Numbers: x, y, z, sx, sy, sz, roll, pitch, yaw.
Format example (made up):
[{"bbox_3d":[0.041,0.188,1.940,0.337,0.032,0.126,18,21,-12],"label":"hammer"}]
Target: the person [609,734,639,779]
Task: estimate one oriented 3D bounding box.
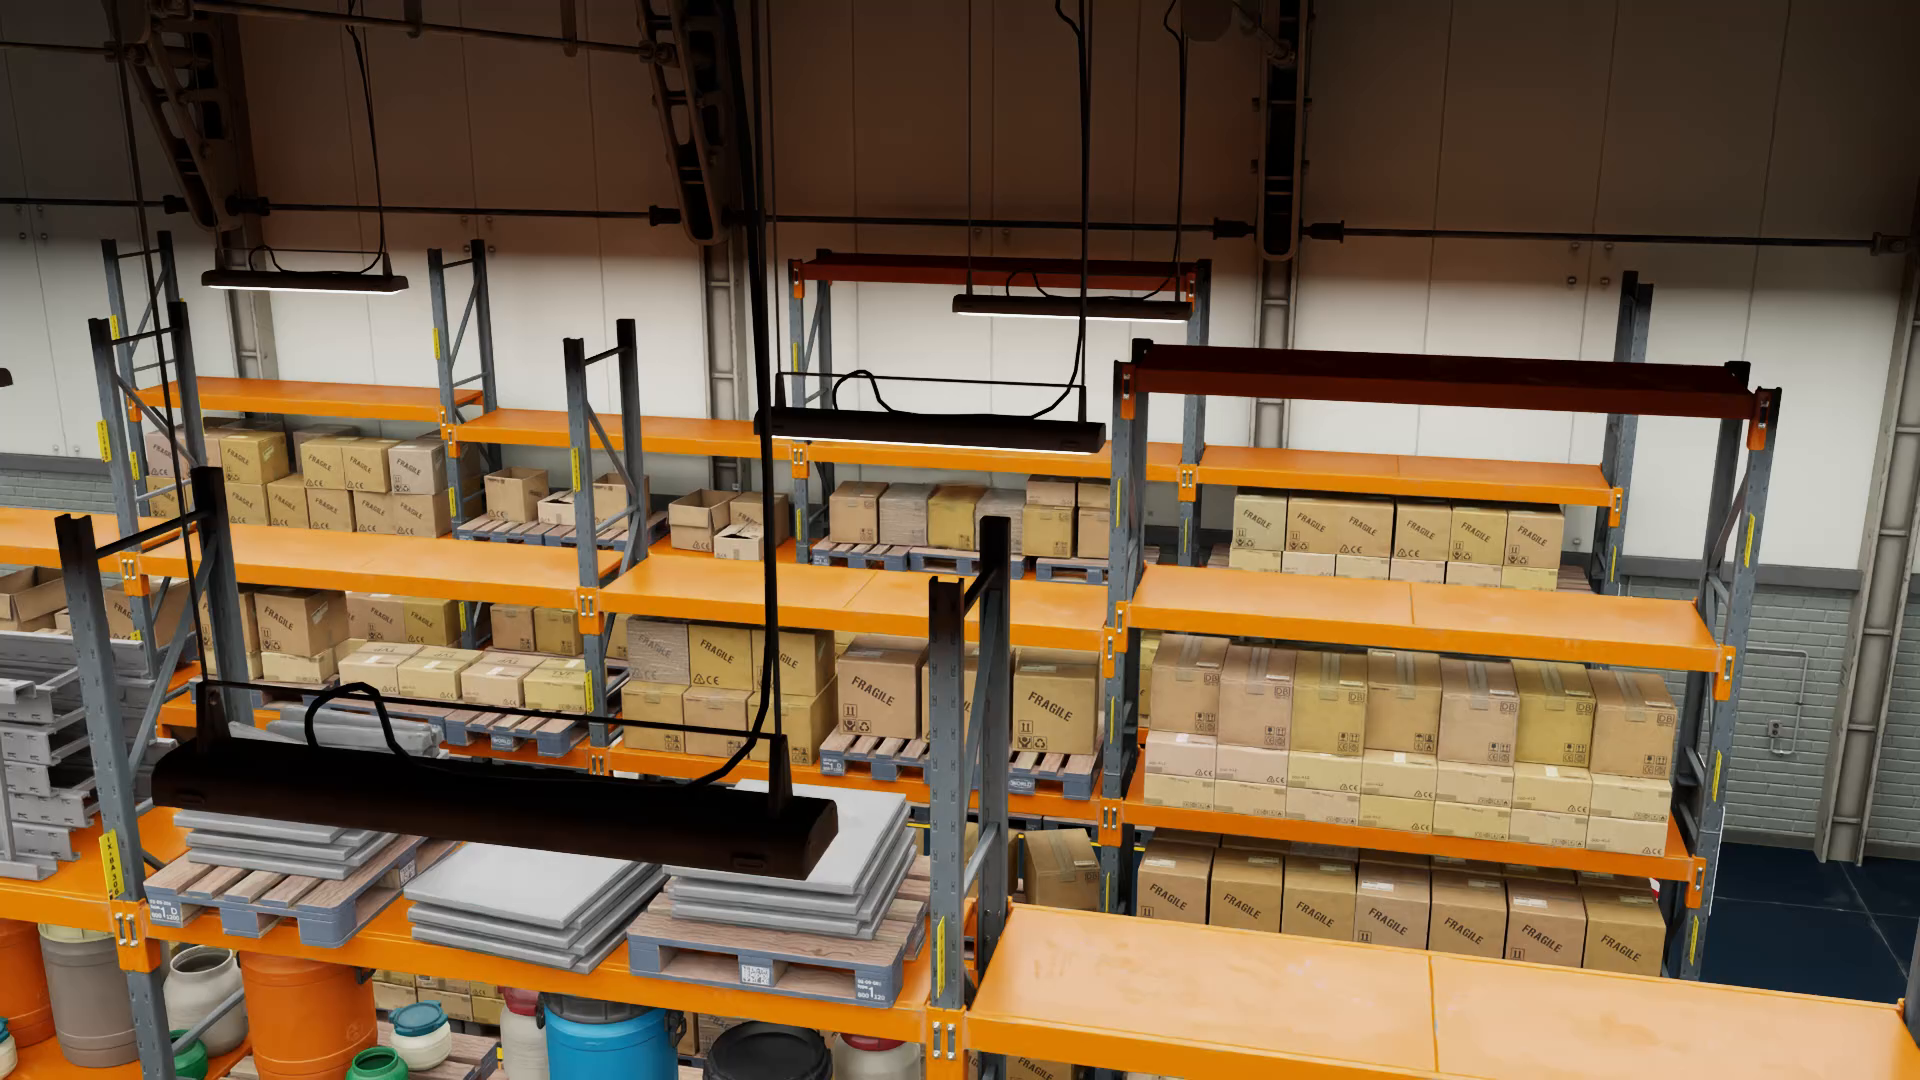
[{"bbox_3d":[-3.344,2.695,16.001,0.854,1.775,0.597,11,20,34],"label":"person"}]
